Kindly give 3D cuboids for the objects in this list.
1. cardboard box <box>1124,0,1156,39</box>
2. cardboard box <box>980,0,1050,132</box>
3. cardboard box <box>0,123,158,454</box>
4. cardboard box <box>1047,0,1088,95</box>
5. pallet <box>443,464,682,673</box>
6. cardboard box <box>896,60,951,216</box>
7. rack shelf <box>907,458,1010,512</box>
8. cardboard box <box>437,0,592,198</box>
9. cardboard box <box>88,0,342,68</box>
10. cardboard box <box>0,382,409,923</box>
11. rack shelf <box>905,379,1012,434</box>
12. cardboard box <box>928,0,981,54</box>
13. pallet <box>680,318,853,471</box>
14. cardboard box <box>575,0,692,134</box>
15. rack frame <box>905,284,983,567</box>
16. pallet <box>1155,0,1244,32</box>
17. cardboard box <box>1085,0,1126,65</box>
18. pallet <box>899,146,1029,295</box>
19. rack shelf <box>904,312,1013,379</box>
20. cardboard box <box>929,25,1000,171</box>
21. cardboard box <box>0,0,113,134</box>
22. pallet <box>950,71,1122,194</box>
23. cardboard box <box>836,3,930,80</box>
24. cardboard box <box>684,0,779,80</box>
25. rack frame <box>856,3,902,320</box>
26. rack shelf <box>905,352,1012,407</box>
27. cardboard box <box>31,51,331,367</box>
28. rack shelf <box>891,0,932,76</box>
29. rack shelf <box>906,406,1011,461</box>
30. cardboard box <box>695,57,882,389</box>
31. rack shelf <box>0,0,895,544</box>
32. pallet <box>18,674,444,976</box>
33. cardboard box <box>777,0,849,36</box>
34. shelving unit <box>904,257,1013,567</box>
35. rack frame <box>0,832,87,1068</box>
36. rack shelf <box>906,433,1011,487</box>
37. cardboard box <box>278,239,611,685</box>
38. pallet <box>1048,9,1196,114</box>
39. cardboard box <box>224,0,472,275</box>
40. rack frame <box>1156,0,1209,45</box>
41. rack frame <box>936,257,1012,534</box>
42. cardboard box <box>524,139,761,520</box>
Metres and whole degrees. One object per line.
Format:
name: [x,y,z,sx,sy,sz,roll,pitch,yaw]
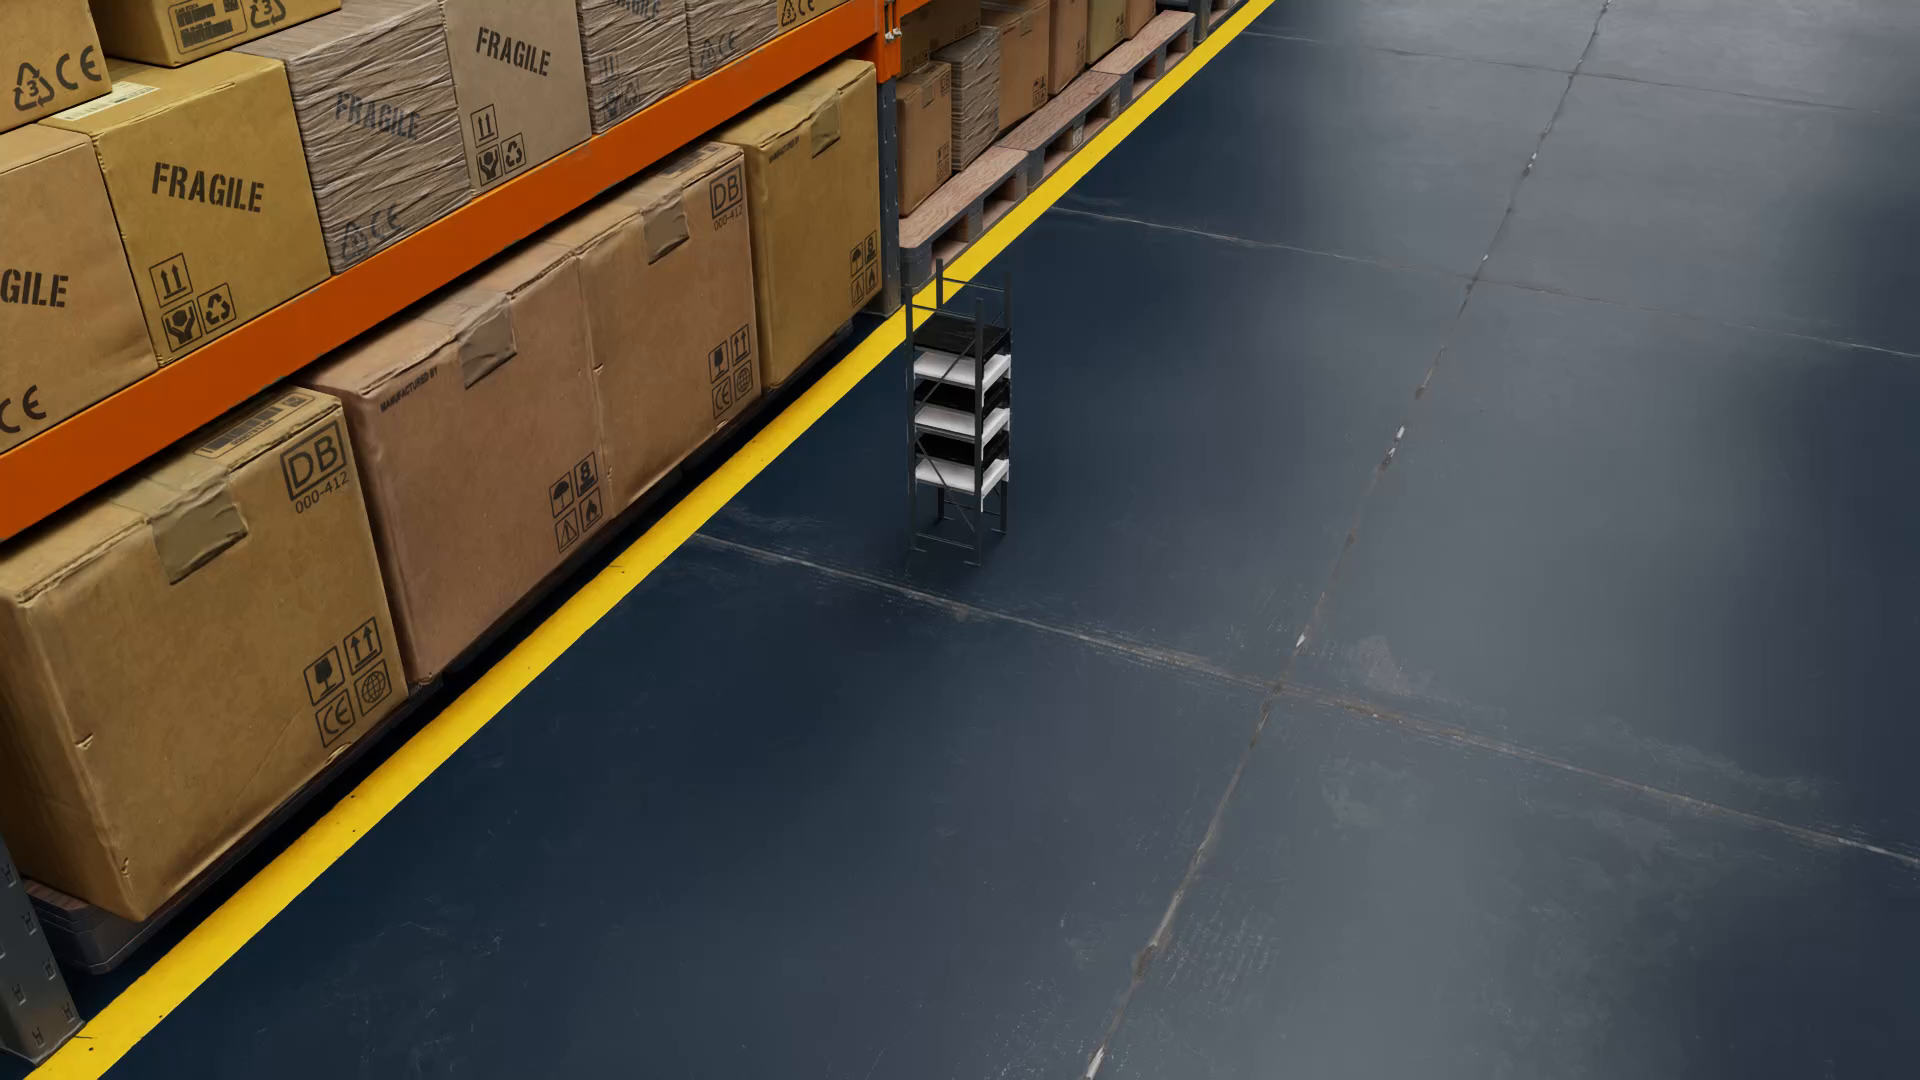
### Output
cardboard box: [0.682,-3.099,9.119,0.700,0.500,0.500,11,35,17]
cardboard box: [-0.001,-2.309,7.914,0.700,0.500,0.500,17,37,24]
cardboard box: [-1.969,-0.490,3.171,0.500,0.500,0.500,14,36,21]
cardboard box: [0.232,-2.587,8.338,0.700,0.500,0.500,11,35,16]
pallet: [-1.625,-0.122,5.243,1.003,0.211,1.213,14,36,20]
cardboard box: [-0.453,-1.746,7.055,0.700,0.500,0.500,12,35,18]
rack shelf: [-0.003,-0.194,5.114,0.258,0.077,0.200,14,36,20]
cardboard box: [-1.338,-1.248,4.327,0.500,0.500,0.500,15,36,21]
cardboard box: [-1.831,-1.397,3.639,0.797,0.503,0.637,15,36,21]
cardboard box: [-2.139,0.113,3.897,1.225,0.875,0.875,14,36,21]
rack shelf: [-0.003,-0.420,4.966,0.258,0.077,0.200,14,36,20]
cardboard box: [-0.249,-2.328,7.260,0.500,0.250,0.500,18,37,26]
pallet: [-1.113,-0.727,6.167,1.003,0.211,1.213,14,36,20]
cardboard box: [-1.124,-1.502,4.713,0.500,0.500,0.500,13,35,19]
rack frame: [-0.046,-0.322,4.920,0.240,0.900,0.006,14,36,20]
pallet: [1.208,-3.437,10.300,1.003,0.211,1.213,14,36,20]
cardboard box: [0.466,-2.866,8.763,0.700,0.500,0.500,14,36,20]
pallet: [-0.386,-1.492,7.332,1.003,0.211,1.213,14,36,20]
rack shelf: [-0.003,-0.570,4.867,0.258,0.077,0.200,14,36,20]
cardboard box: [-0.232,-2.025,7.481,0.700,0.500,0.500,11,35,17]
cardboard box: [-2.129,-1.058,3.122,0.797,0.503,0.637,13,36,19]
pallet: [0.125,-2.097,8.255,1.003,0.211,1.213,14,36,20]
cardboard box: [-0.462,-2.062,6.853,0.500,0.250,0.500,16,36,22]
cardboard box: [-0.910,-1.761,5.109,0.500,0.500,0.500,14,36,20]
rack frame: [-0.715,-2.269,5.975,1.000,3.000,0.127,14,36,20]
rack shelf: [-0.003,-0.495,4.917,0.258,0.077,0.200,14,36,20]
cardboard box: [-1.759,-0.741,3.553,0.500,0.500,0.500,14,36,21]
rack shelf: [0.122,-2.964,7.691,1.077,0.370,4.000,14,36,20]
rack shelf: [-0.003,-0.344,5.015,0.258,0.077,0.200,14,36,20]
cardboard box: [-1.022,-1.217,5.925,1.225,0.875,0.875,13,35,18]
rack shelf: [-1.552,-0.972,4.653,1.077,0.370,4.000,14,36,20]
pallet: [-2.134,0.488,4.313,1.003,0.211,1.213,14,36,20]
cardboard box: [-0.696,-2.008,5.486,0.500,0.500,0.500,15,36,22]
shelving unit: [-0.003,-0.372,4.997,0.258,0.900,0.210,14,36,20]
rack frame: [-2.388,-0.277,2.936,1.000,3.000,0.127,14,36,20]
rack shelf: [-0.003,-0.269,5.065,0.258,0.077,0.200,14,36,20]
cardboard box: [-1.766,-0.332,4.576,1.225,0.875,0.875,13,35,19]
pallet: [0.634,-2.707,9.185,1.003,0.211,1.213,14,36,20]
cardboard box: [-1.549,-0.990,3.933,0.500,0.500,0.500,13,36,19]
rack frame: [0.959,-4.261,9.013,1.000,3.000,0.127,14,36,20]
rack frame: [0.039,-0.423,5.074,0.240,0.900,0.006,14,36,20]
cardboard box: [-1.402,-0.775,5.251,1.225,0.875,0.875,14,36,21]
